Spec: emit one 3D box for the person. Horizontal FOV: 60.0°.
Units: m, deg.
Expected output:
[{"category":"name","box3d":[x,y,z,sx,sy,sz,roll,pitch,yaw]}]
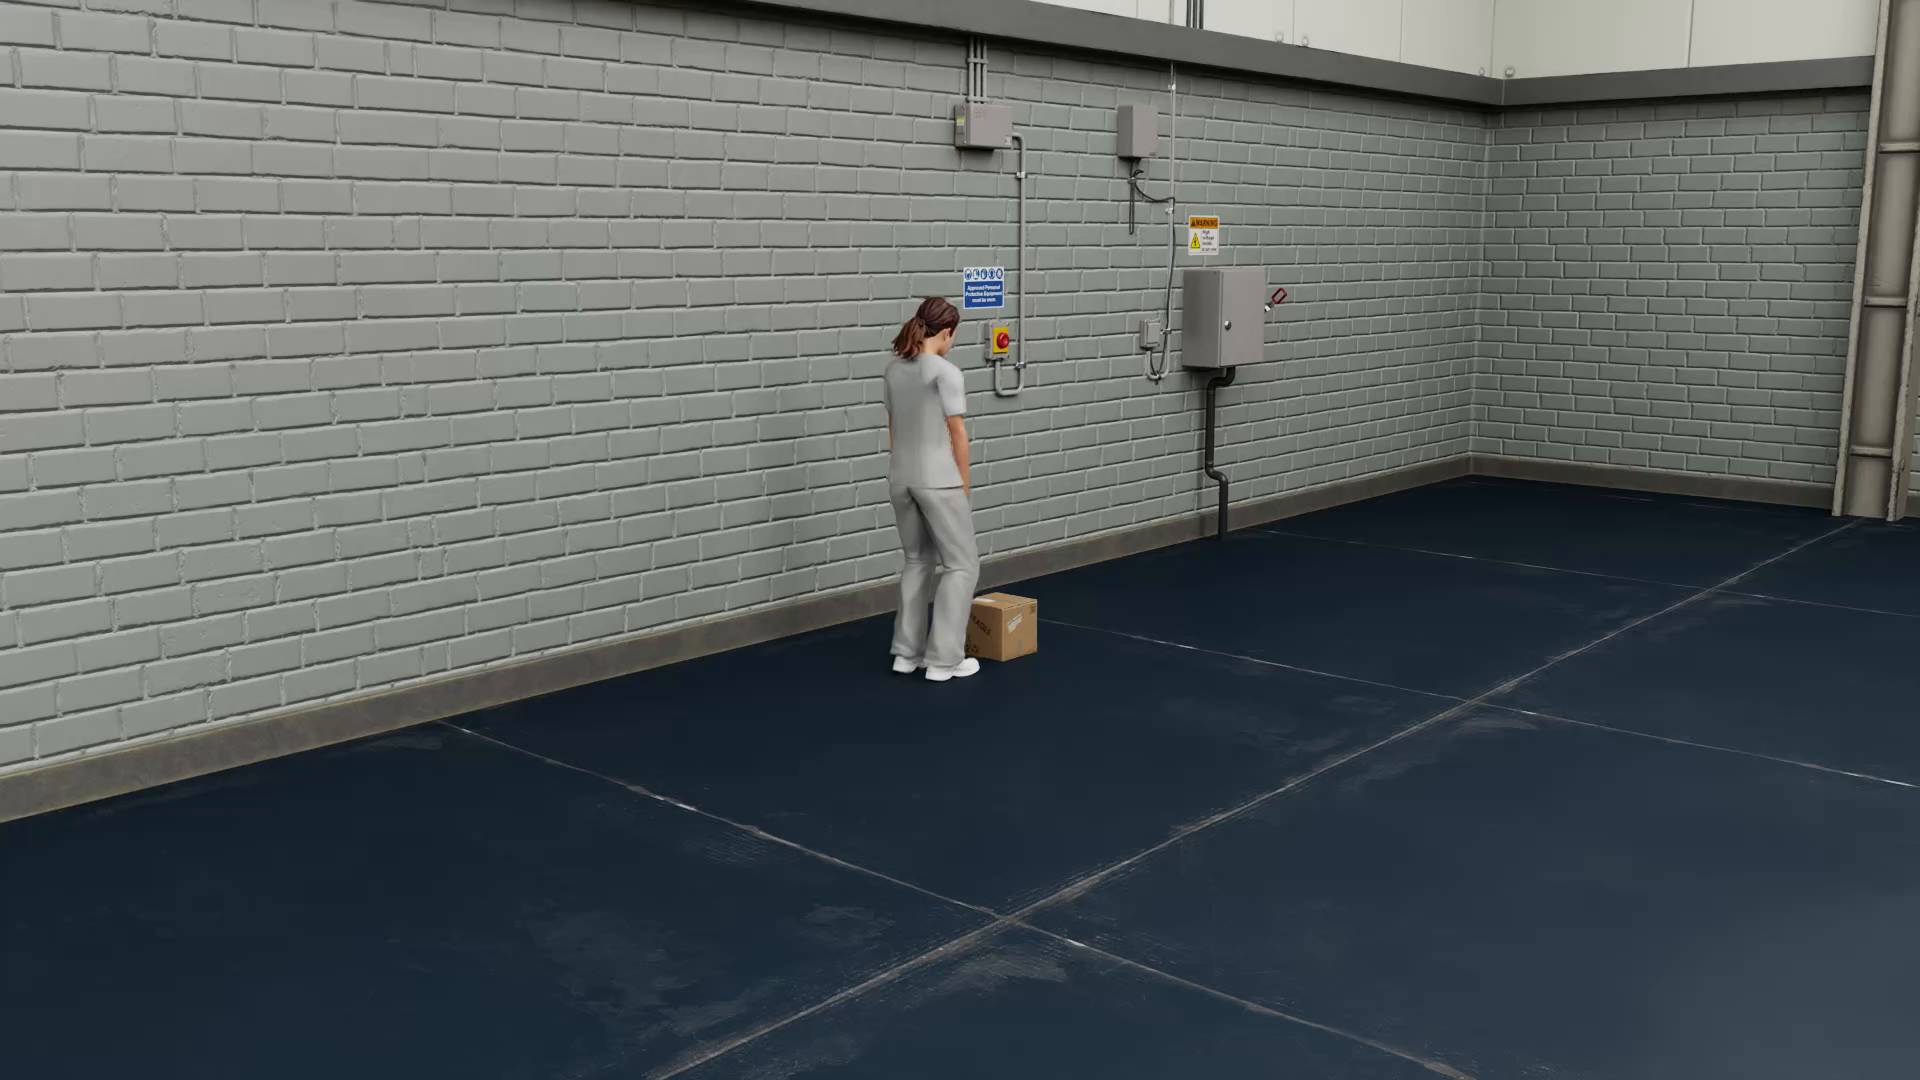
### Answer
[{"category":"person","box3d":[-0.140,-0.225,7.247,0.453,1.652,0.351,9,14,42]}]
